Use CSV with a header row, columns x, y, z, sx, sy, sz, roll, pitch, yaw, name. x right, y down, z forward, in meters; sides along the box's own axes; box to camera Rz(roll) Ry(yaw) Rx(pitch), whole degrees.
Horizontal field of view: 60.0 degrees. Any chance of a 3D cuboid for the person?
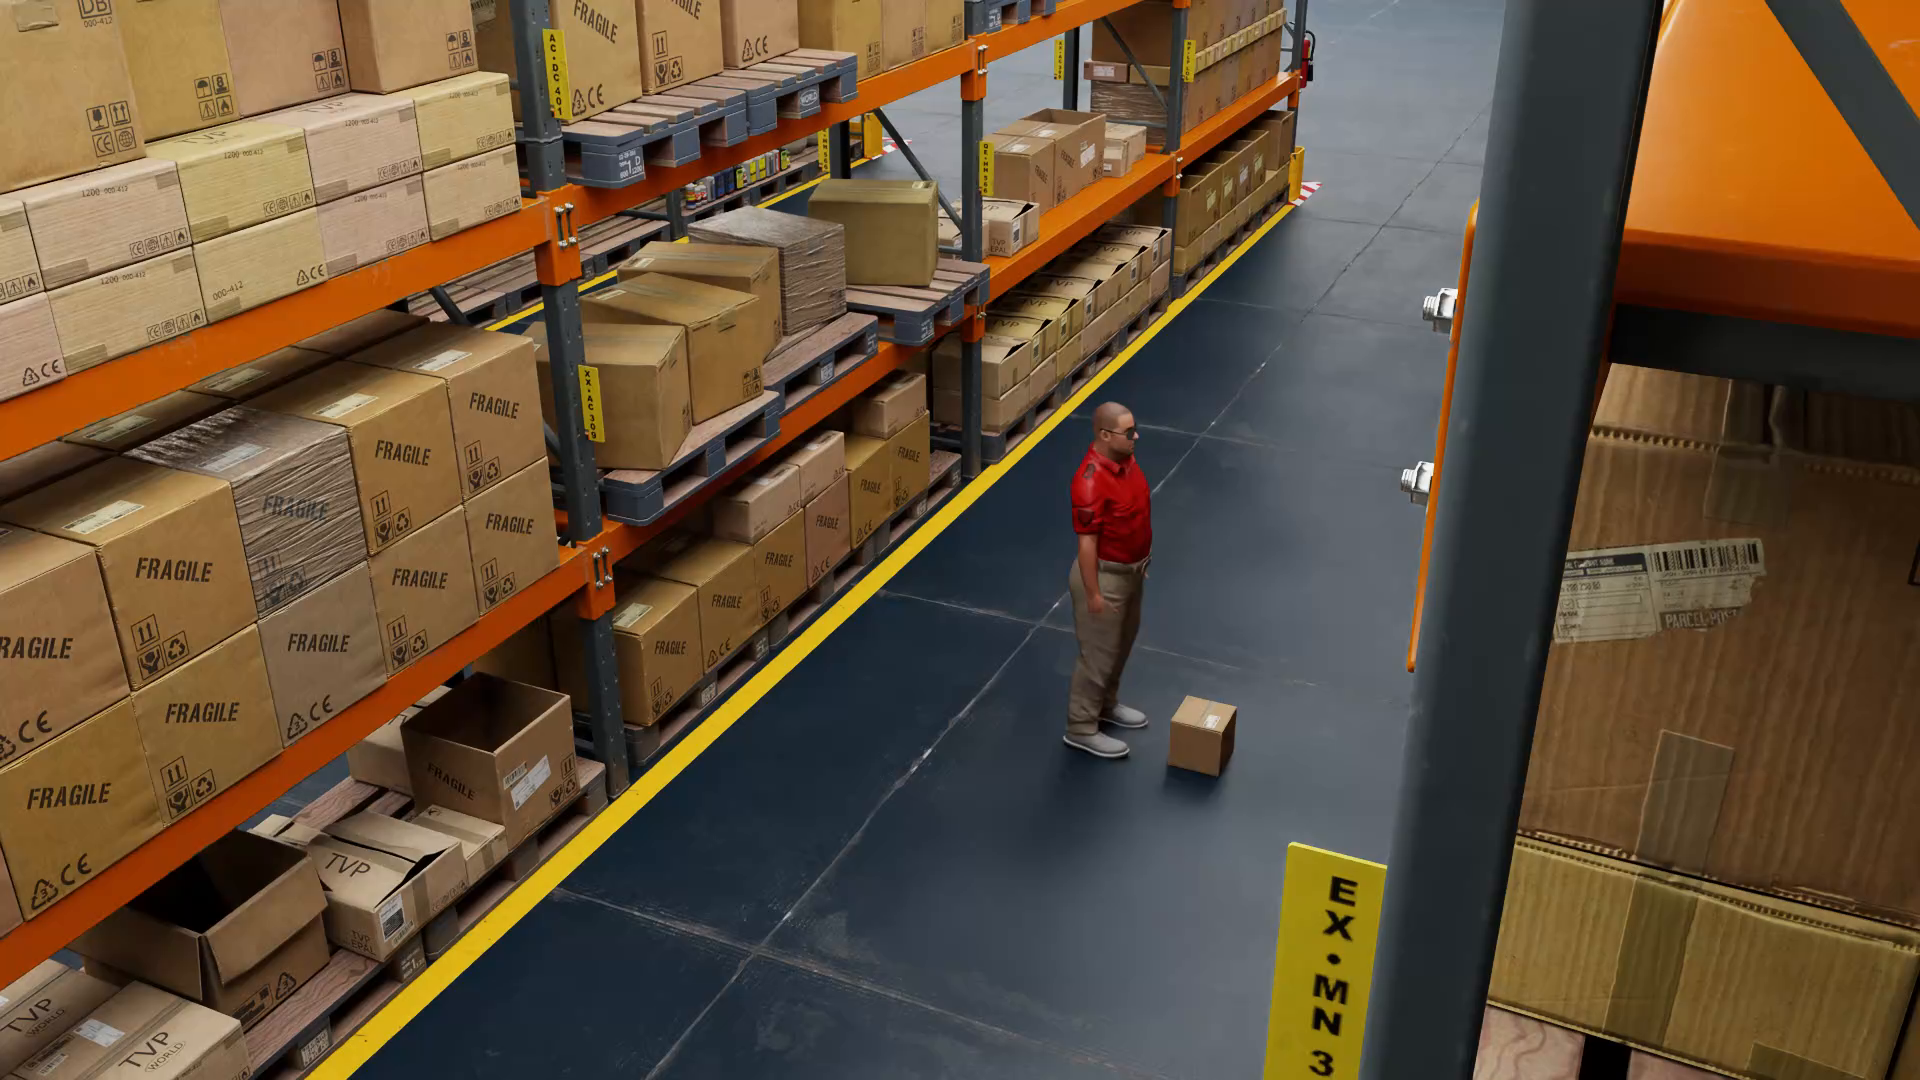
x,y,z,sx,sy,sz,roll,pitch,yaw,name
0.723,0.178,7.776,0.351,1.730,0.528,12,28,23,person
